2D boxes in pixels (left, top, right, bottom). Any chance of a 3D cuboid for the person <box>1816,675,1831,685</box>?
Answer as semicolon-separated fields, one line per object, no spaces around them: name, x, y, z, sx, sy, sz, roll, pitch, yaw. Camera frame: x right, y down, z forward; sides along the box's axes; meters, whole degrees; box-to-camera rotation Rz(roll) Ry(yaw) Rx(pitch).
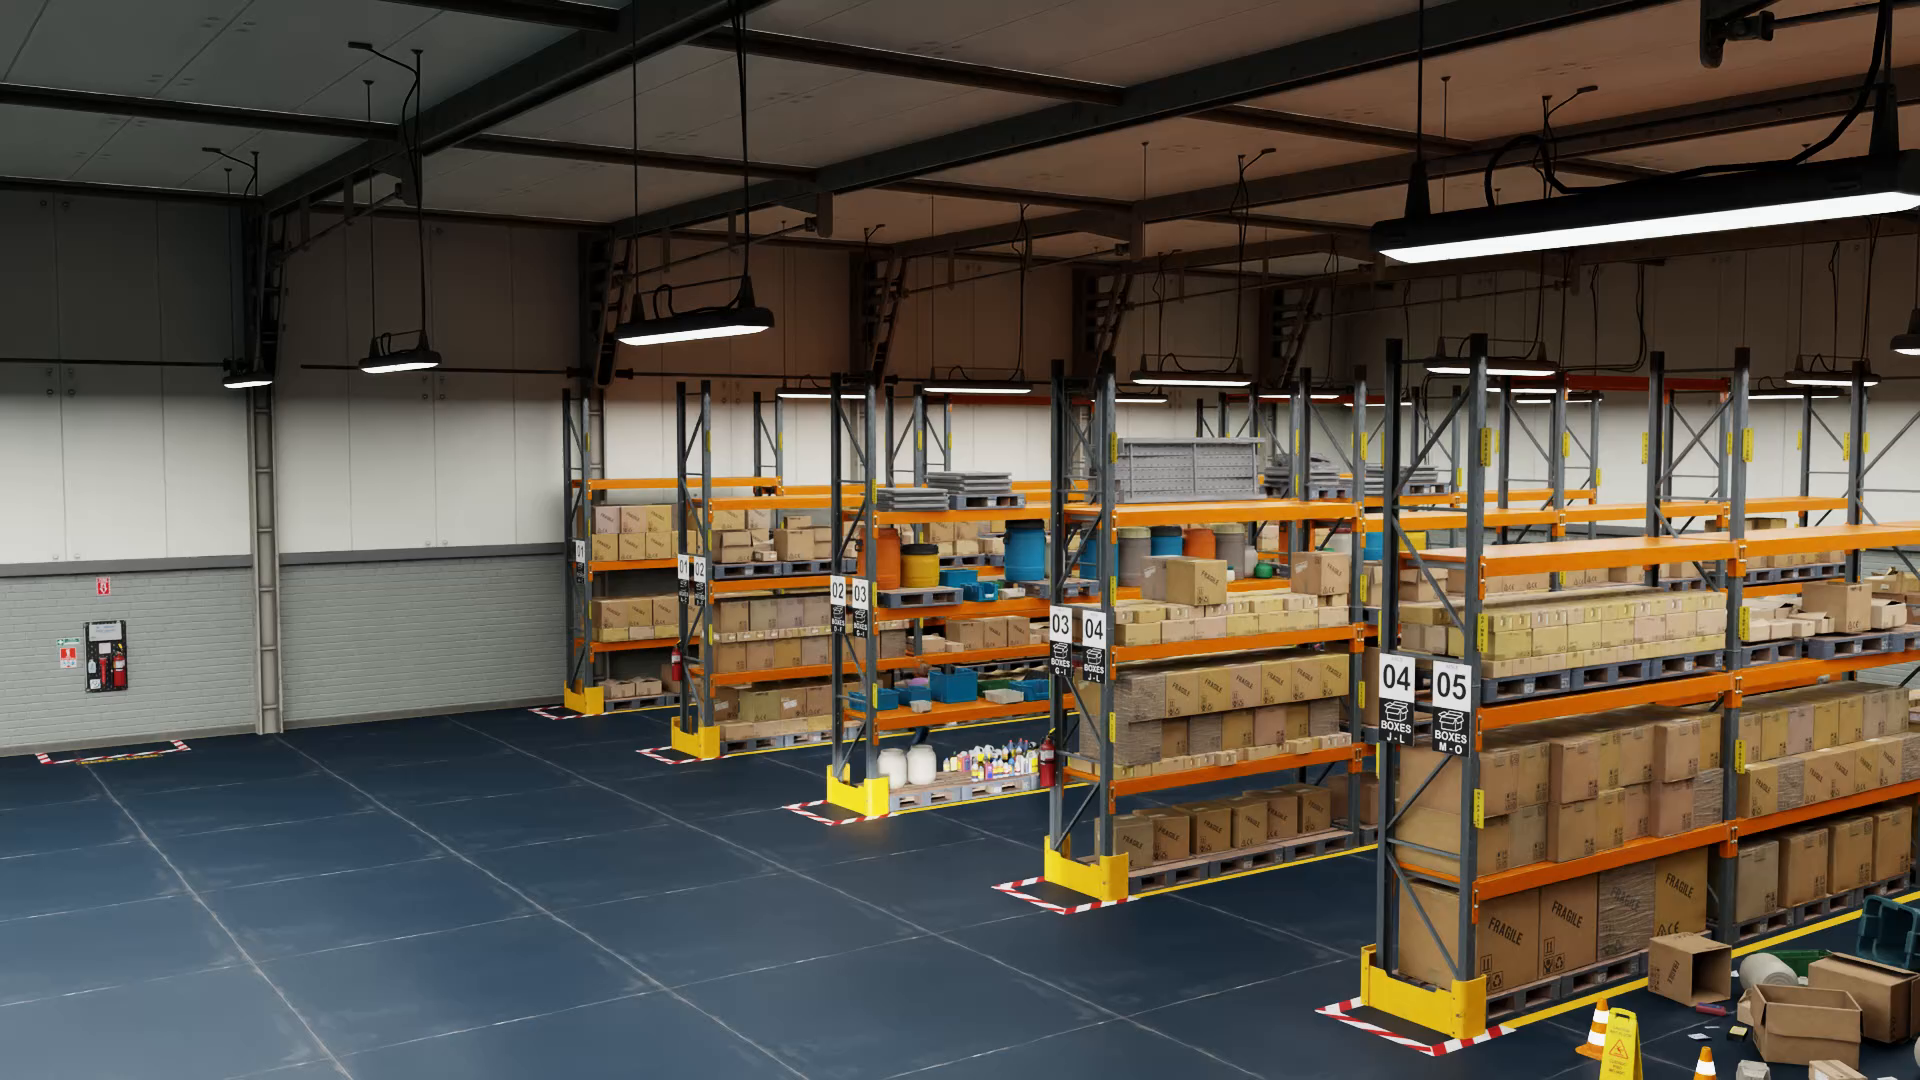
person;12.650;2.775;24.235;0.443;1.668;0.622;-2;4;-22

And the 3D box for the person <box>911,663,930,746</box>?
person;-0.626;2.715;25.802;0.469;1.622;0.465;-2;4;-31
